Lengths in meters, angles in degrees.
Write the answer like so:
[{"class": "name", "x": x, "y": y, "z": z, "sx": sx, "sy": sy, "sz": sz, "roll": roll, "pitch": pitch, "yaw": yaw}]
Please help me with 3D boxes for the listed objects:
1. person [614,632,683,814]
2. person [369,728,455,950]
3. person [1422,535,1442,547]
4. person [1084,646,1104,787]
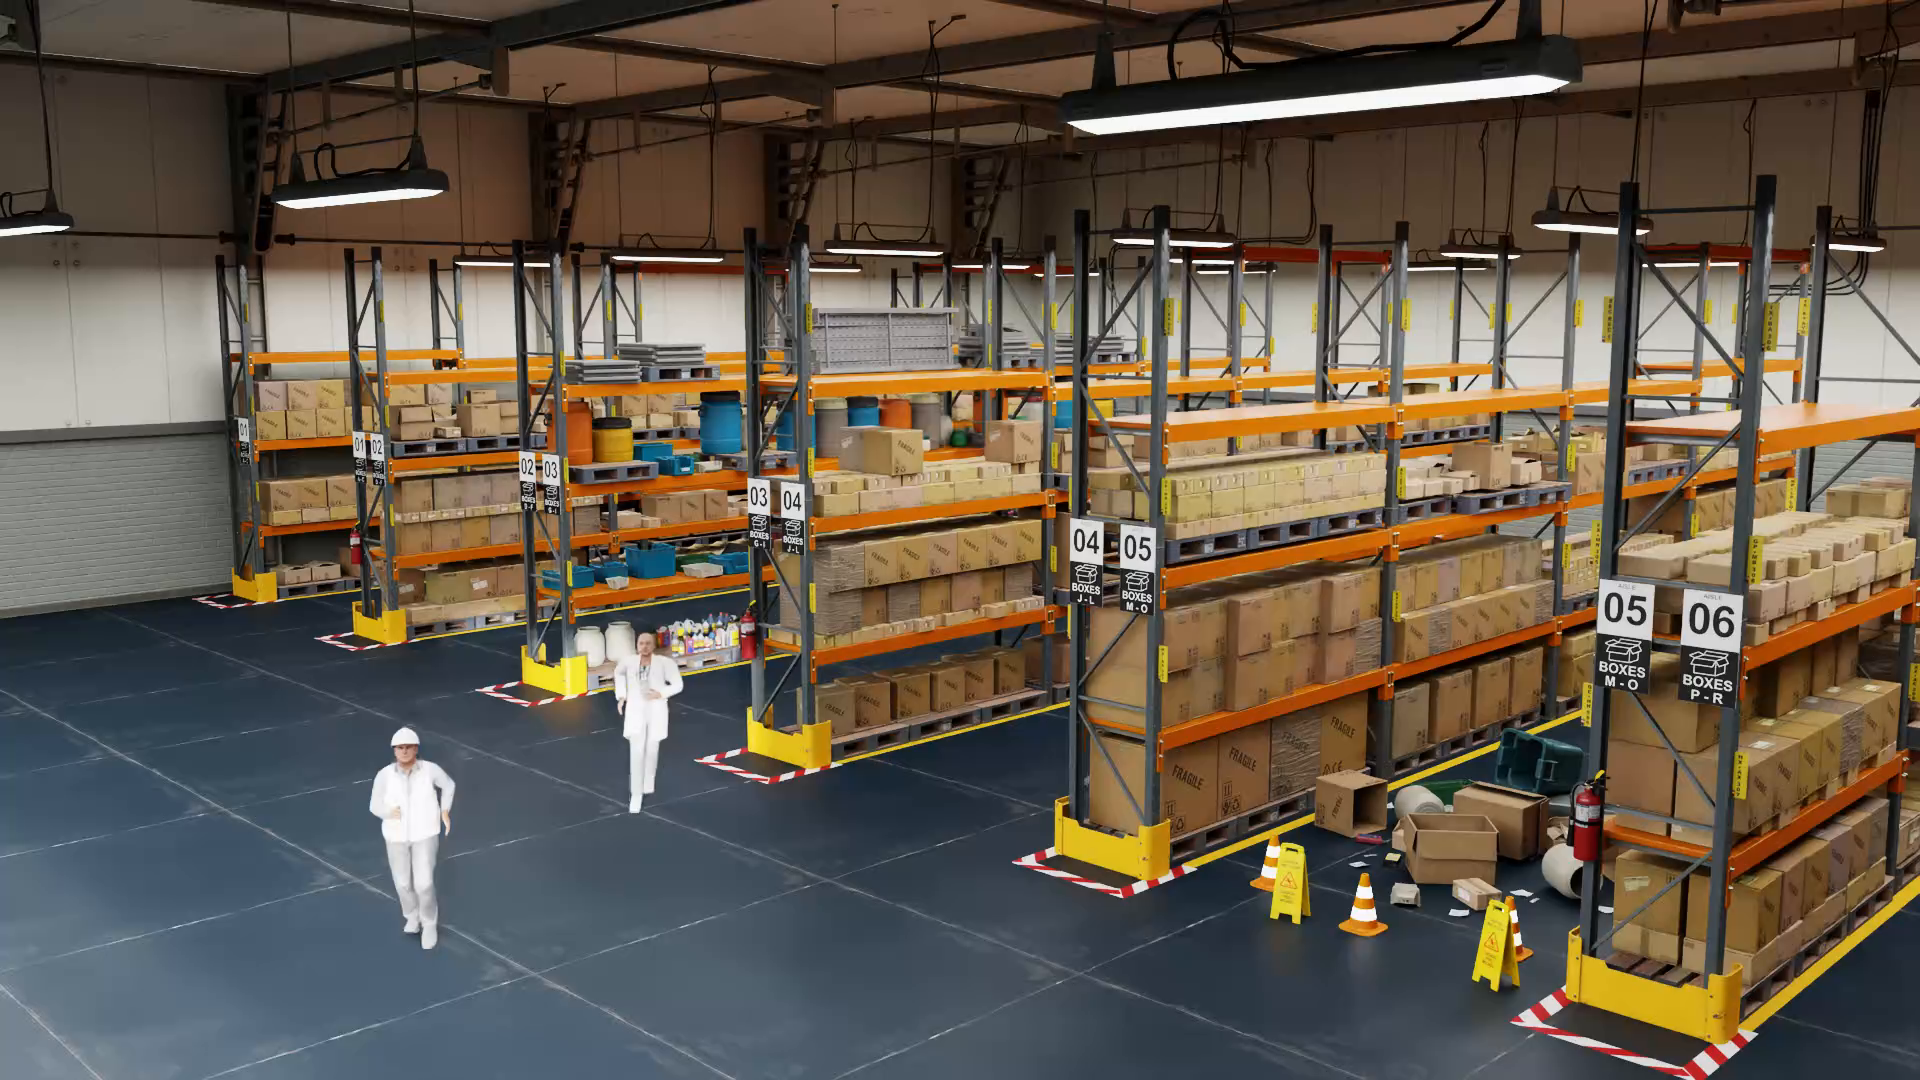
[{"class": "person", "x": -3.234, "y": 1.855, "z": 17.308, "sx": 0.700, "sy": 1.845, "sz": 0.850, "roll": -1, "pitch": 8, "yaw": -10}, {"class": "person", "x": -4.416, "y": 2.409, "z": 13.415, "sx": 0.625, "sy": 1.805, "sz": 0.721, "roll": -1, "pitch": 8, "yaw": -9}, {"class": "person", "x": 7.209, "y": 0.689, "z": 25.479, "sx": 0.674, "sy": 1.730, "sz": 0.697, "roll": 6, "pitch": 10, "yaw": 37}, {"class": "person", "x": 1.562, "y": 1.759, "z": 18.082, "sx": 0.665, "sy": 1.700, "sz": 0.923, "roll": 5, "pitch": 10, "yaw": 32}]
